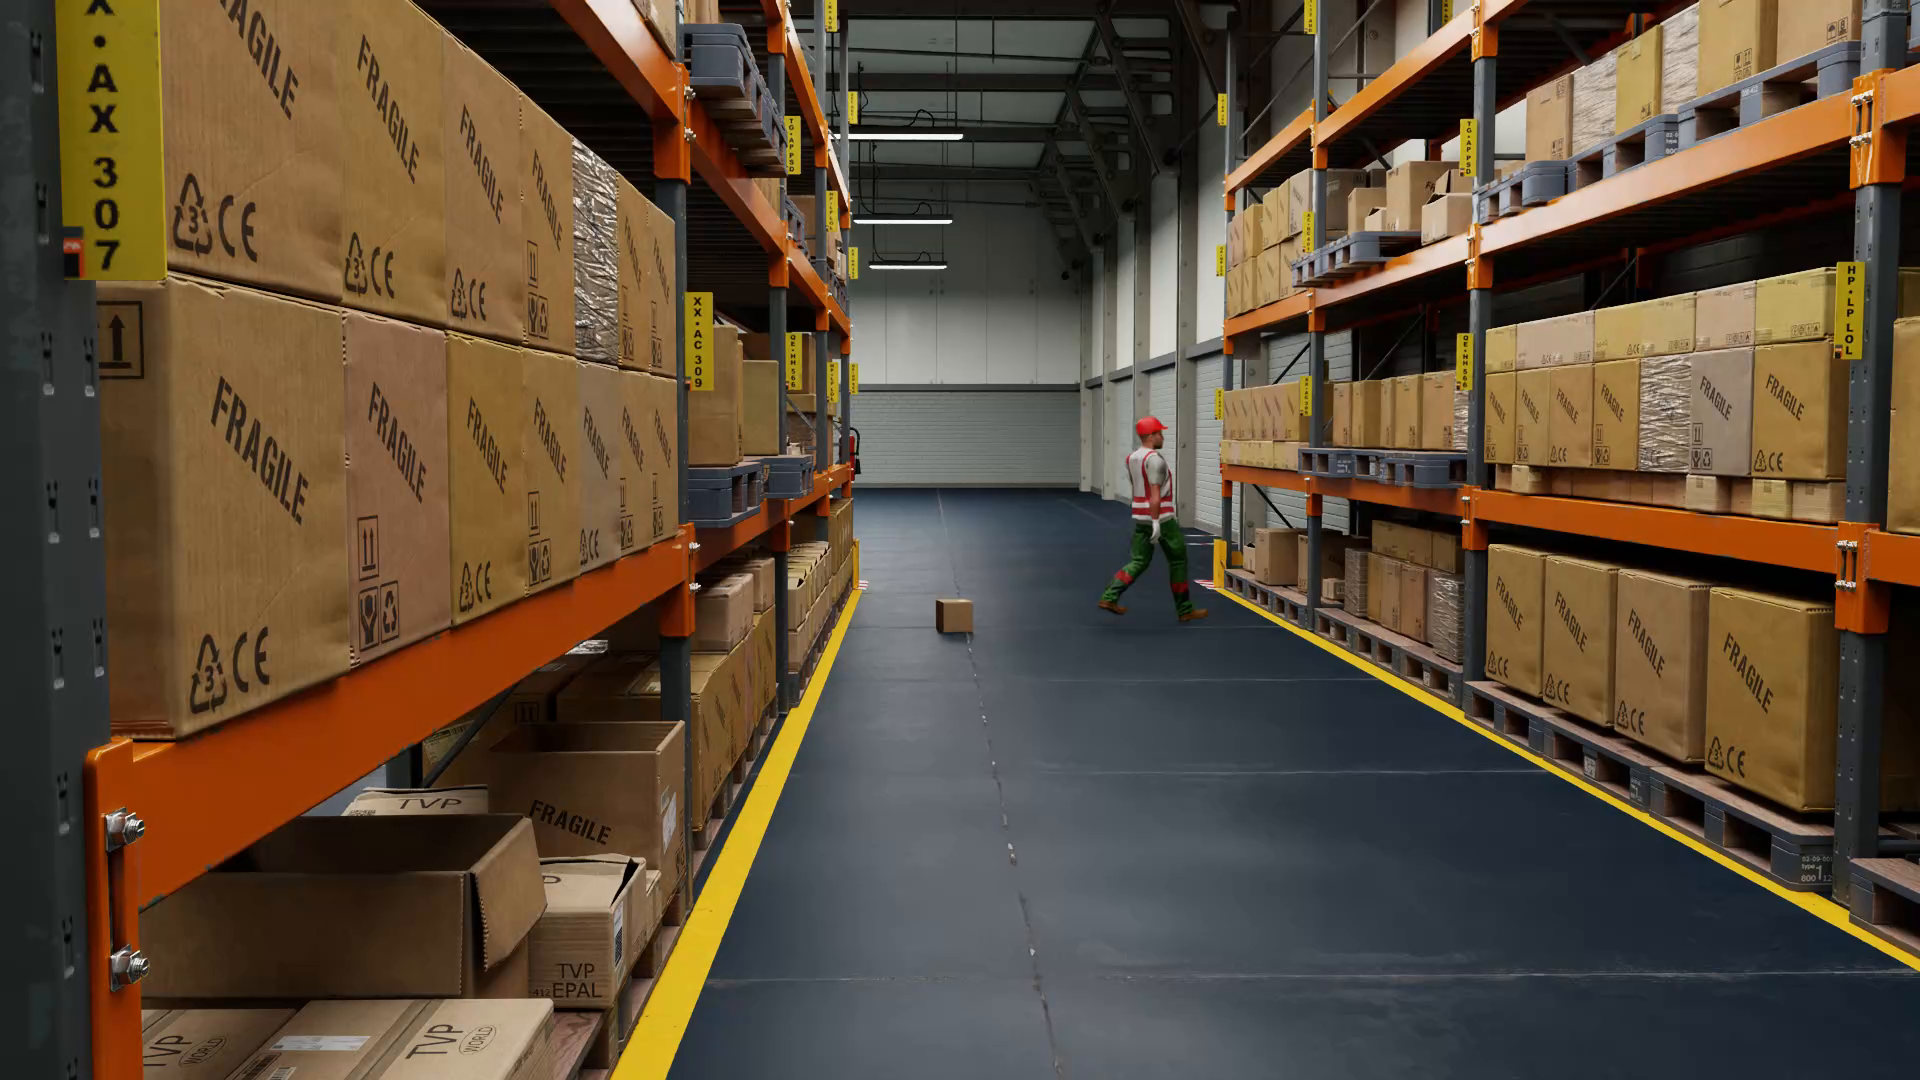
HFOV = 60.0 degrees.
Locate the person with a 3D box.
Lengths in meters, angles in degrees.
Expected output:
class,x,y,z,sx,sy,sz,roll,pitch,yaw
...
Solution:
class,x,y,z,sx,sy,sz,roll,pitch,yaw
person,1.650,-0.174,14.214,0.990,1.756,0.553,-2,4,-26
